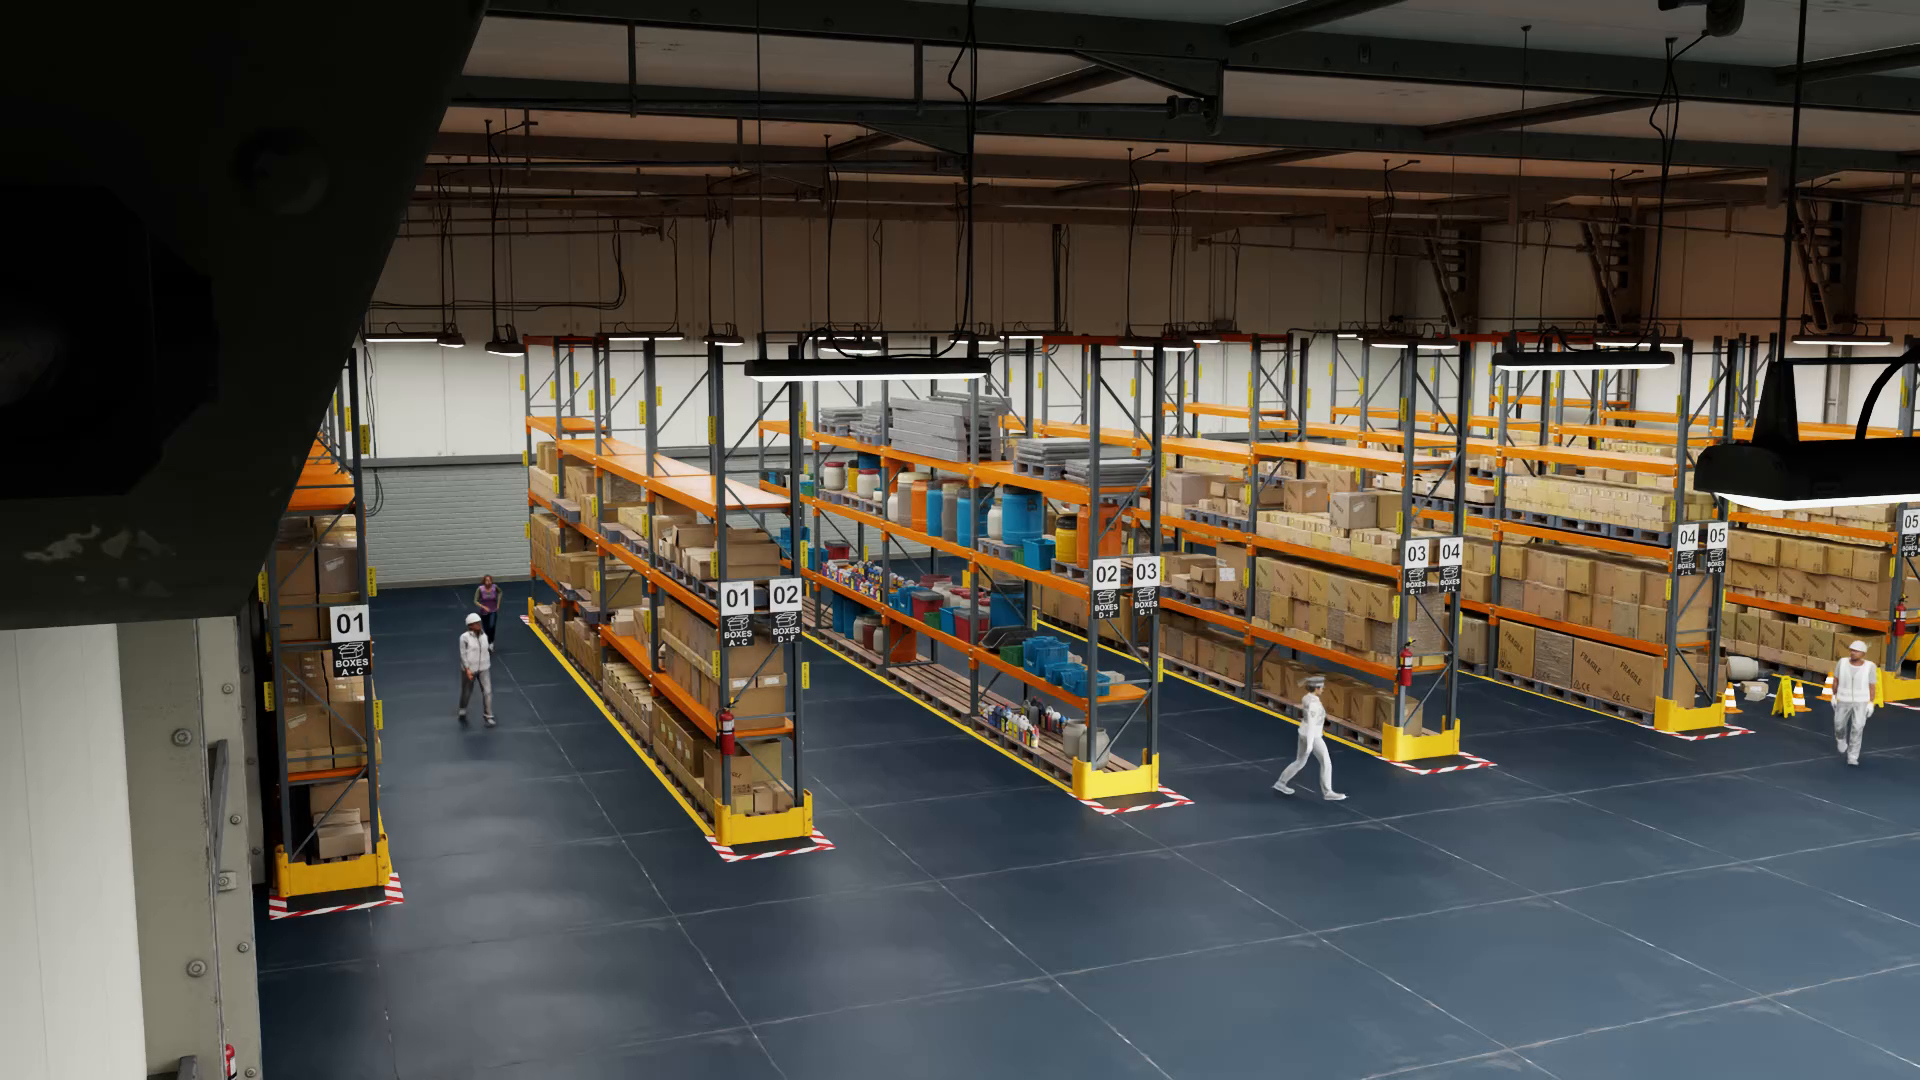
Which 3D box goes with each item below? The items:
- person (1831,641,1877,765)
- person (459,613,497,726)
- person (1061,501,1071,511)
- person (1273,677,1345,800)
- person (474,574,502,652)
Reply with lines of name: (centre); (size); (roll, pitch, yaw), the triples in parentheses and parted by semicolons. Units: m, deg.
person: (12.783, 2.255, 23.796); (0.550, 1.714, 0.621); (4, 8, 25)
person: (-7.588, 2.008, 26.022); (0.502, 1.733, 1.017); (-5, 9, -32)
person: (2.793, -0.271, 43.495); (0.930, 1.634, 0.465); (0, 8, 1)
person: (4.629, 2.613, 21.991); (0.862, 1.621, 0.487); (-1, 8, -8)
person: (-8.947, 1.422, 31.579); (0.508, 1.413, 0.786); (-1, 8, -11)
